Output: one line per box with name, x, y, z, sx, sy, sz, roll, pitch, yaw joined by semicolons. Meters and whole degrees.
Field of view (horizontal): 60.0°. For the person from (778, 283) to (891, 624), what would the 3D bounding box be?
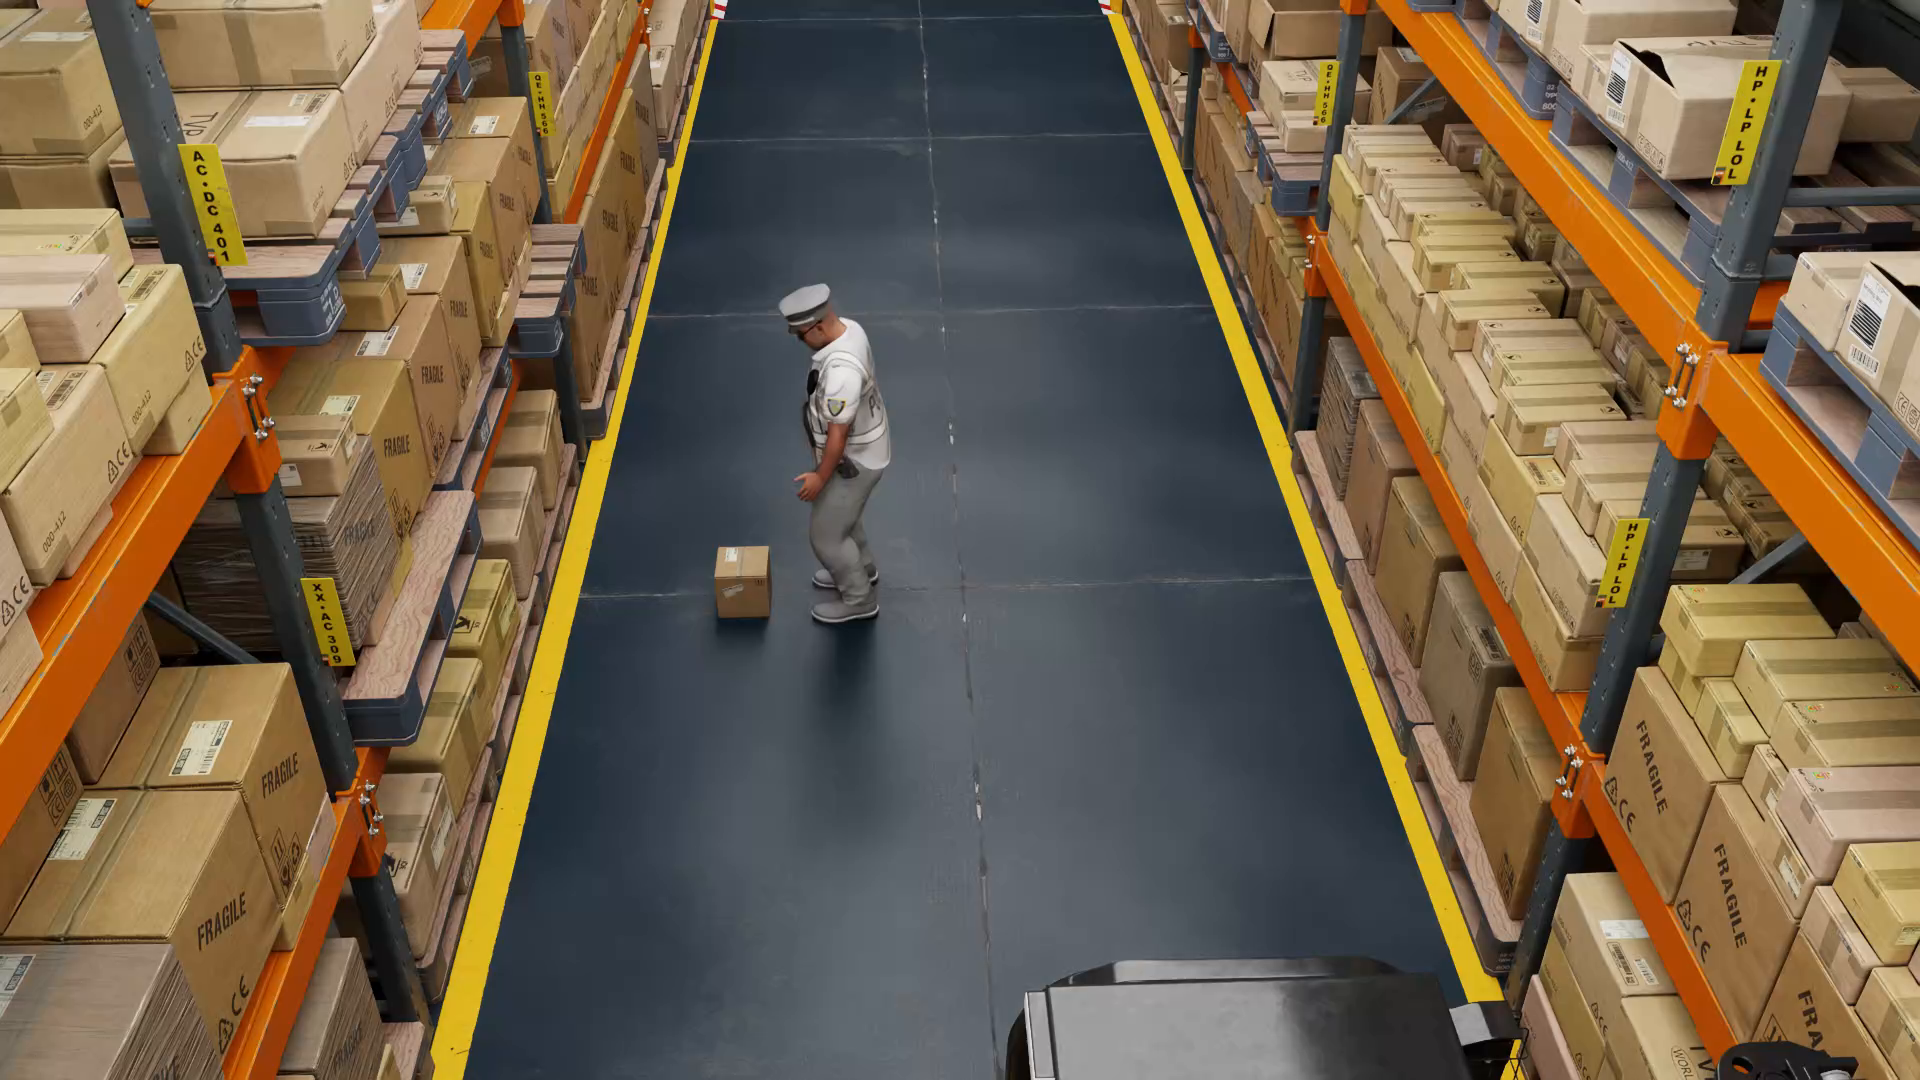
person;-0.559;-0.390;7.744;0.475;1.710;0.553;-1;35;-1
